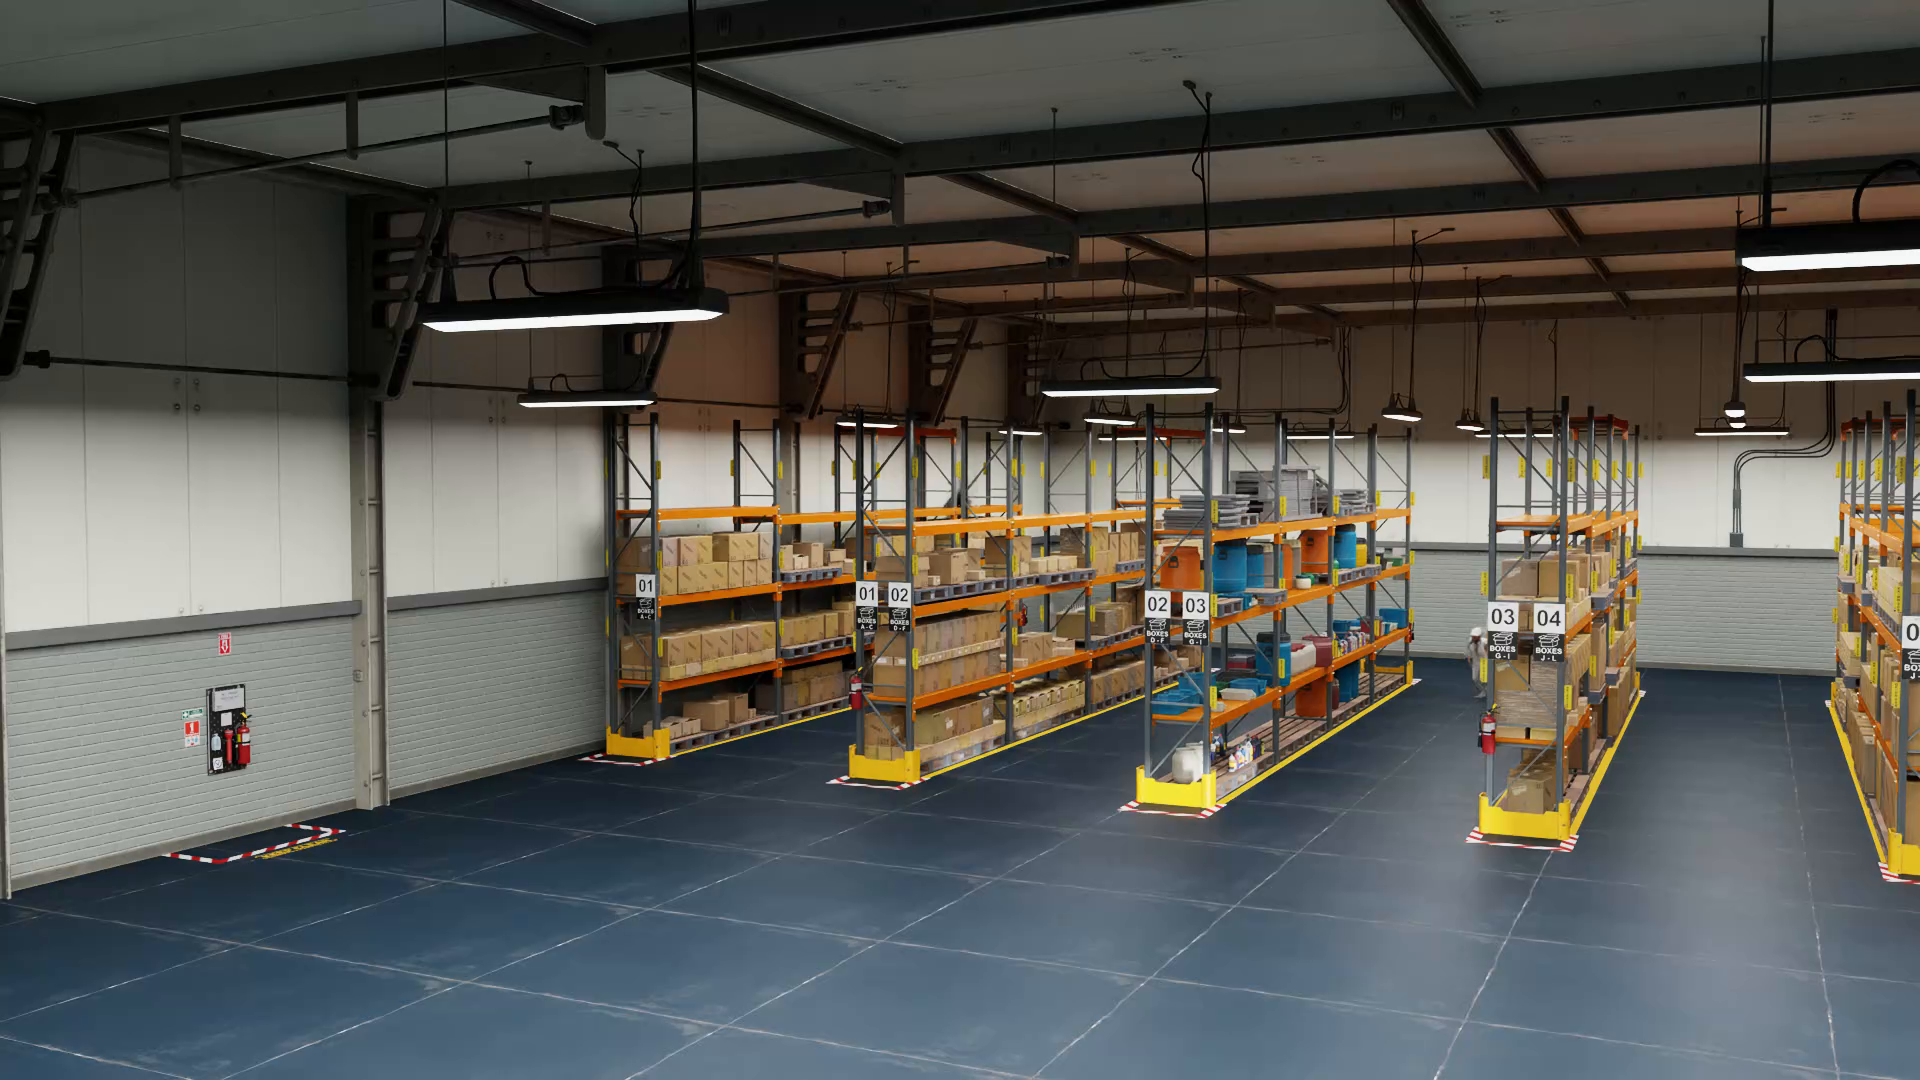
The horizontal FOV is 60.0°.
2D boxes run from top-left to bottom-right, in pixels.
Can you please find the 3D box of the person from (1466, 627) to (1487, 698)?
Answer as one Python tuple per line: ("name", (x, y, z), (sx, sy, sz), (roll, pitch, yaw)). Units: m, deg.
("person", (11.379, 2.687, 36.269), (0.689, 1.589, 0.833), (2, 3, 38))
